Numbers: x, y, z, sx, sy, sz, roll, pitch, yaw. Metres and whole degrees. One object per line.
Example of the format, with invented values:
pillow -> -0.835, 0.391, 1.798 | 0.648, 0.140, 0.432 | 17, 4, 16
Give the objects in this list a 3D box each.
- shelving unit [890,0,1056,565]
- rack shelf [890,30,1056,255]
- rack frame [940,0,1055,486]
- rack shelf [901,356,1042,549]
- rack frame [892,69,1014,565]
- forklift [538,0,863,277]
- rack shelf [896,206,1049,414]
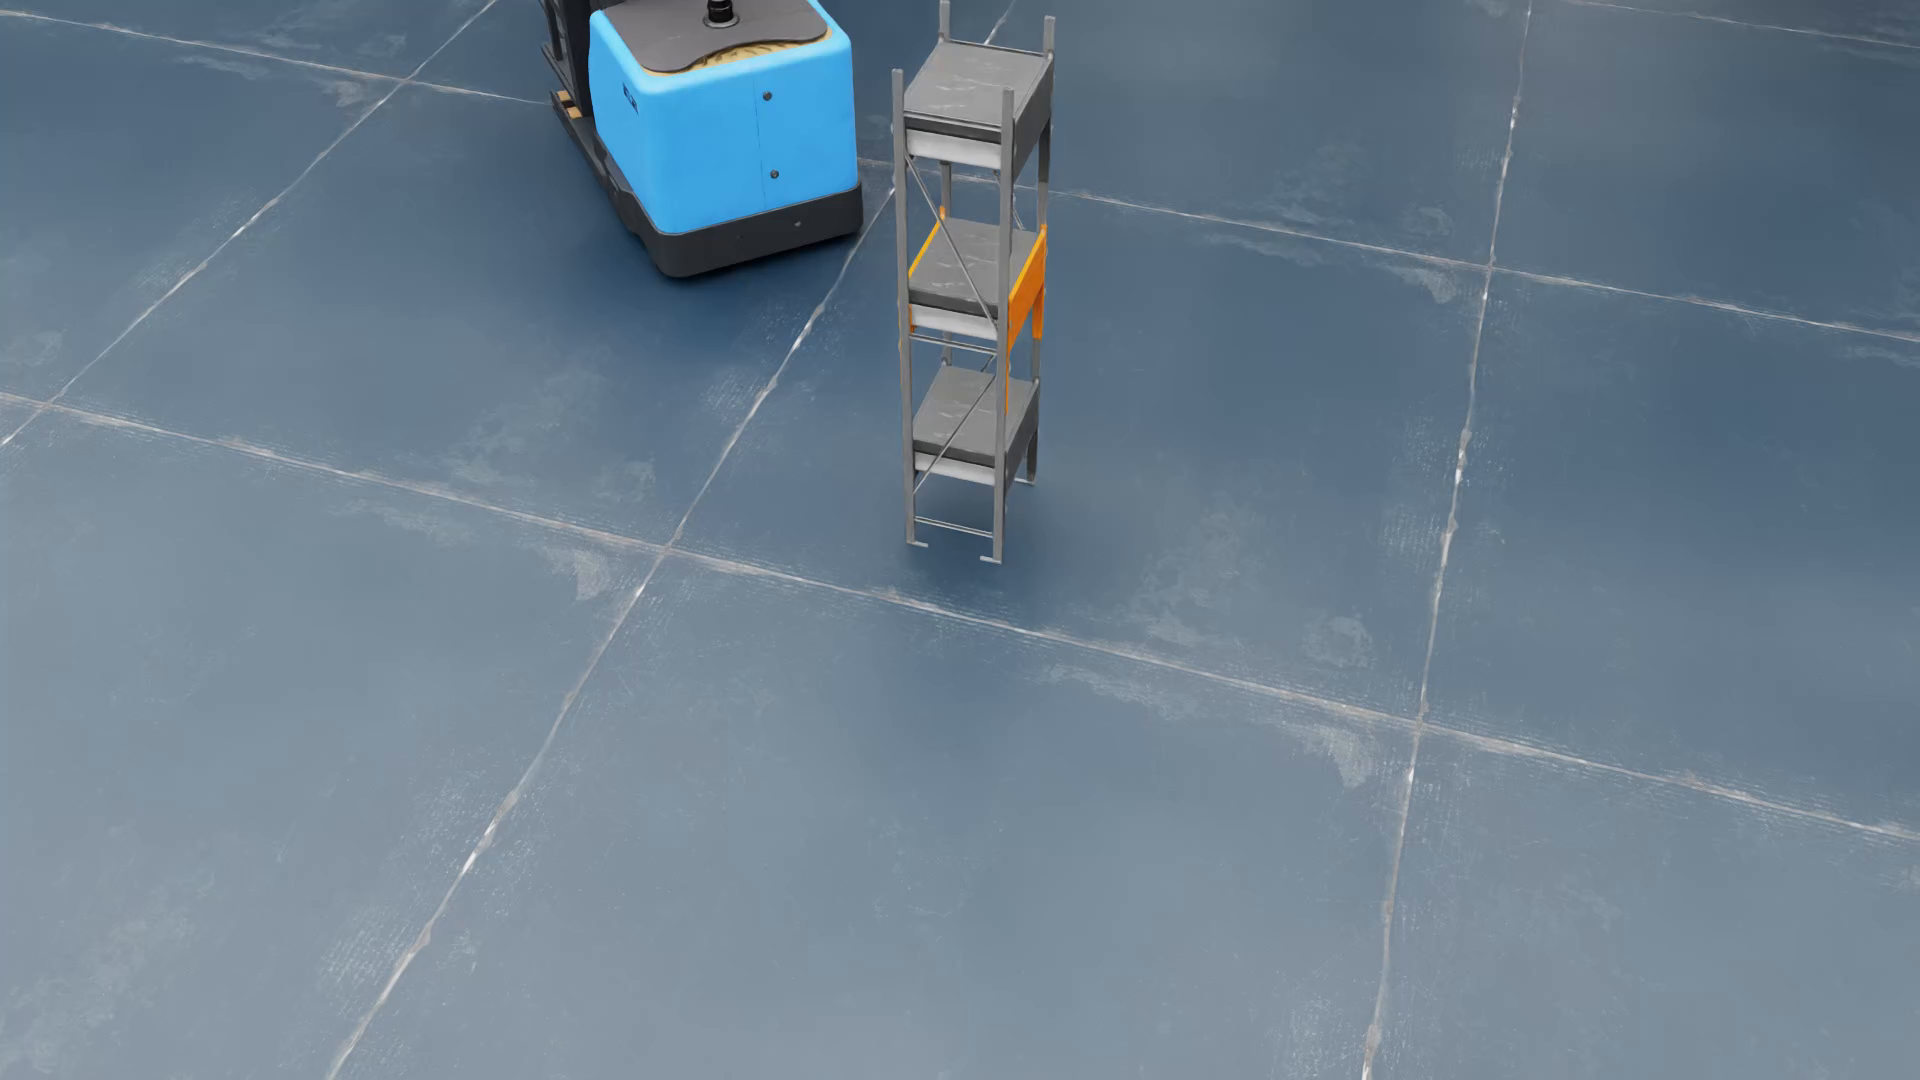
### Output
shelving unit -> 0.050, -0.861, 6.128 | 0.431, 2.100, 0.503 | 13, 46, 12
rack shelf -> 0.050, -1.351, 5.648 | 0.431, 0.518, 0.480 | 13, 46, 12
rack frame -> 0.124, -1.023, 6.295 | 0.400, 2.100, 0.015 | 13, 46, 12
rack shelf -> 0.050, -0.351, 6.628 | 0.431, 0.518, 0.480 | 13, 46, 12
rack frame -> -0.024, -0.698, 5.962 | 0.400, 2.100, 0.015 | 13, 46, 12
forklift -> -1.574, -3.336, 8.063 | 1.130, 2.935, 3.031 | -19, 47, -18
rack shelf -> 0.050, -0.851, 6.138 | 0.431, 0.518, 0.480 | 13, 46, 12
